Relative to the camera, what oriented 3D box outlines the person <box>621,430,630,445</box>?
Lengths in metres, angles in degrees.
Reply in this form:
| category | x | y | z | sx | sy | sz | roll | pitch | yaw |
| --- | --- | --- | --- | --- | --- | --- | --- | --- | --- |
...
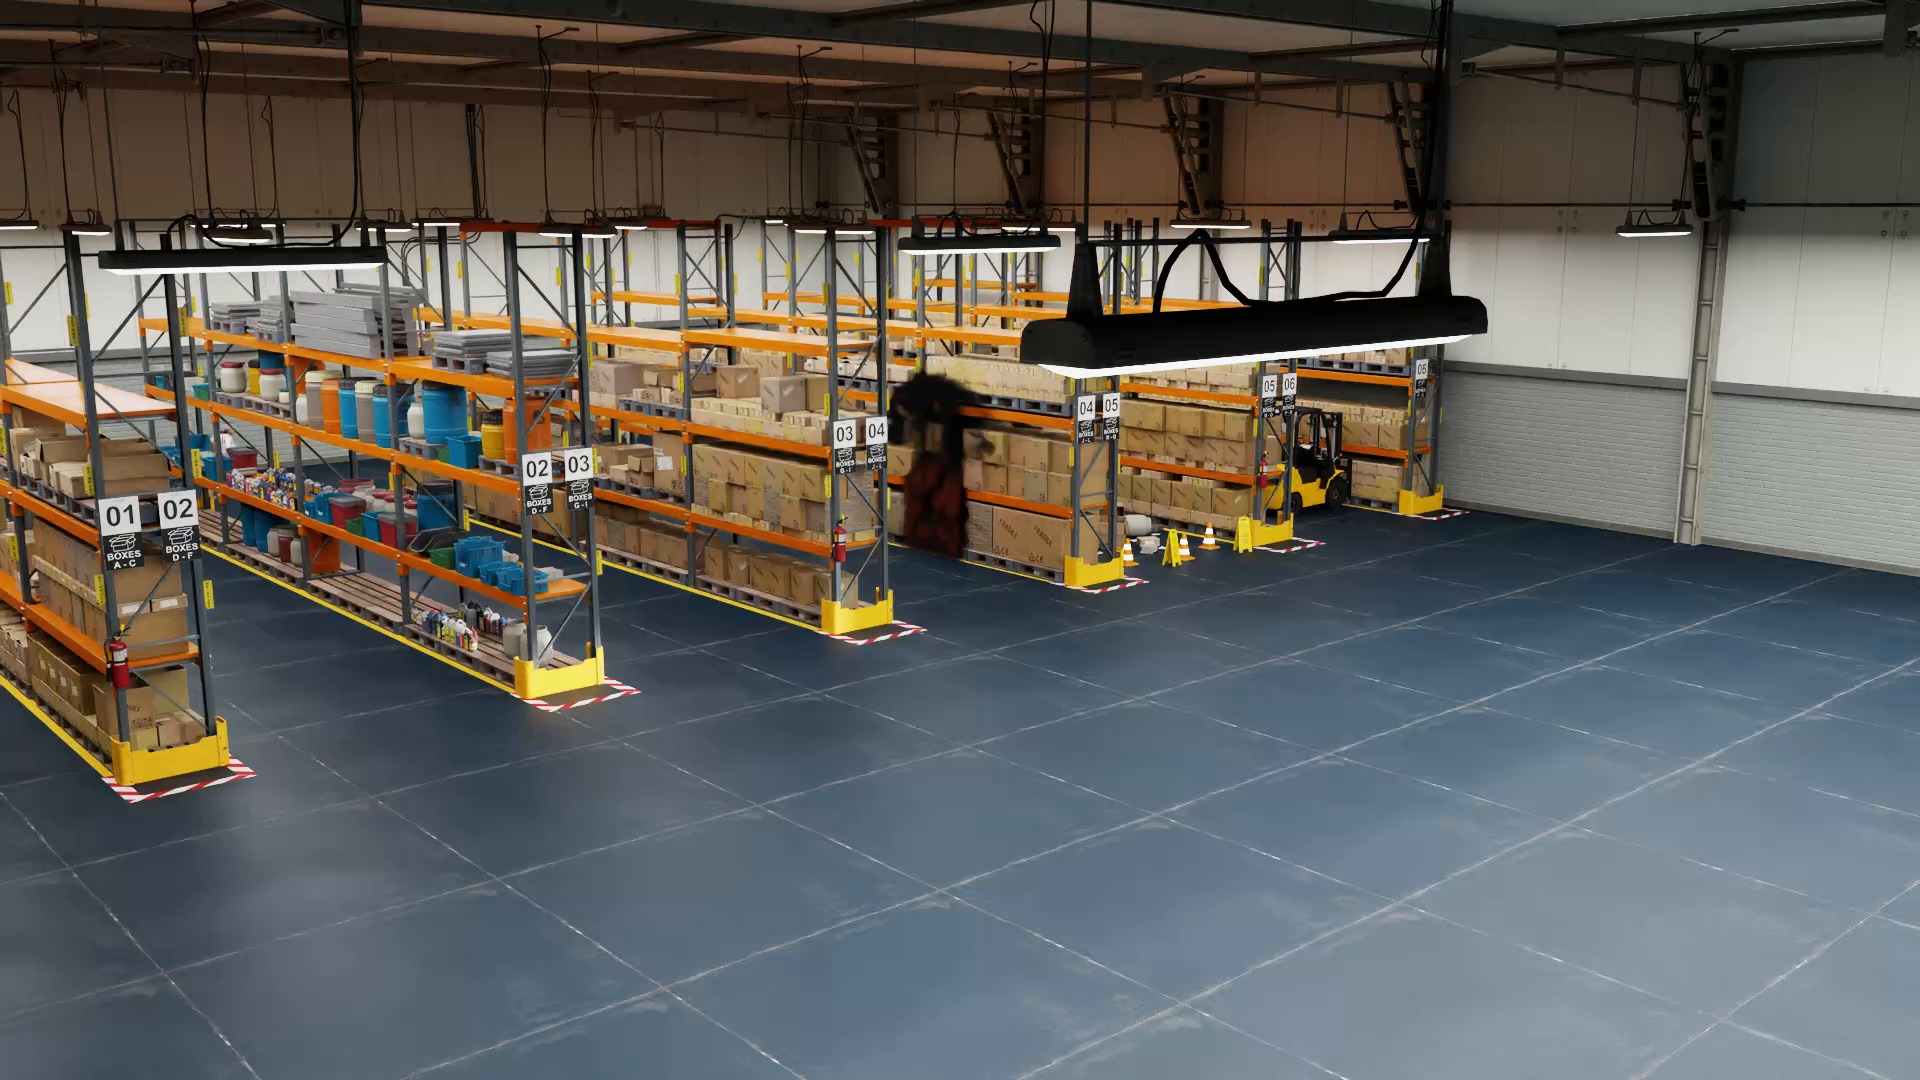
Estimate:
| category | x | y | z | sx | sy | sz | roll | pitch | yaw |
| --- | --- | --- | --- | --- | --- | --- | --- | --- | --- |
| person | -8.558 | -3.111 | 42.894 | 0.700 | 1.748 | 0.671 | 5 | 12 | 23 |

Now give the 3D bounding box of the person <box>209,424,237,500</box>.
| category | x | y | z | sx | sy | sz | roll | pitch | yaw |
| --- | --- | --- | --- | --- | --- | --- | --- | --- | --- |
| person | -15.889 | -1.658 | 35.939 | 0.936 | 1.703 | 0.627 | -8 | 14 | -34 |
